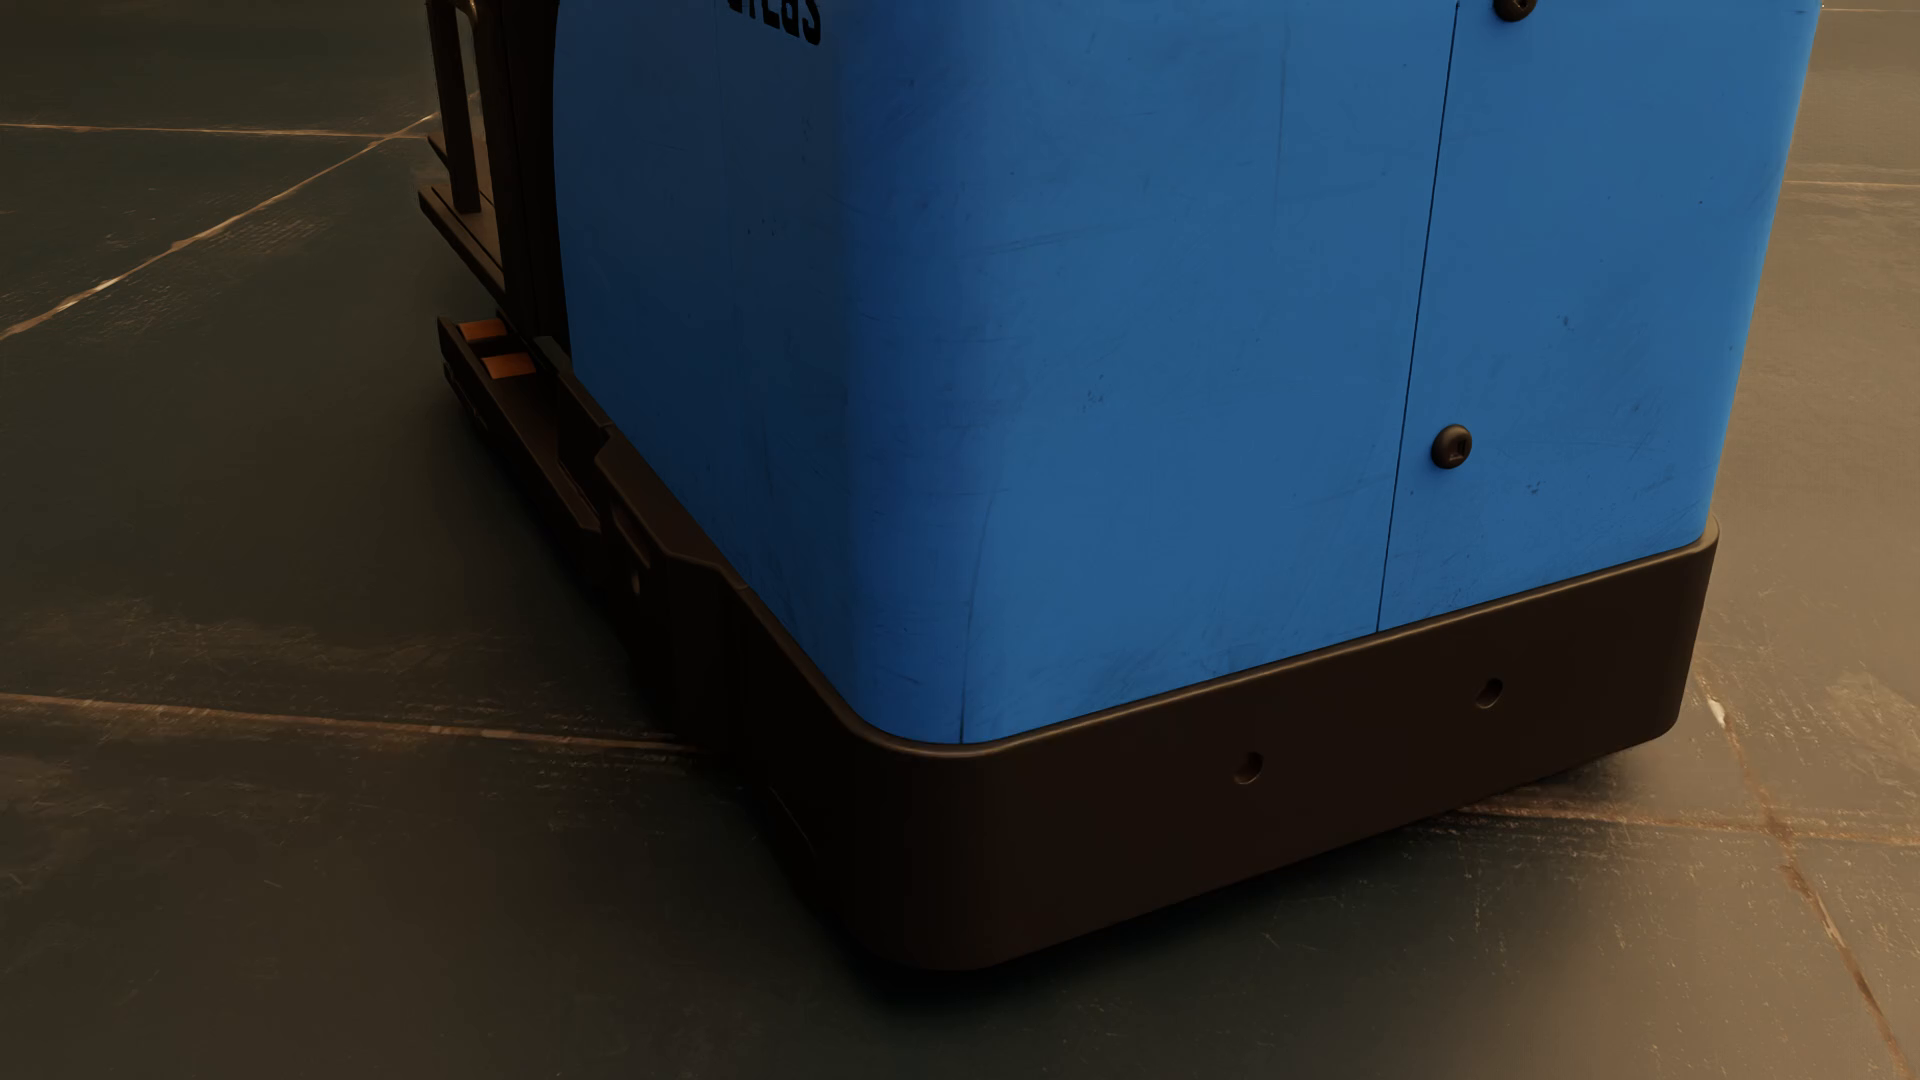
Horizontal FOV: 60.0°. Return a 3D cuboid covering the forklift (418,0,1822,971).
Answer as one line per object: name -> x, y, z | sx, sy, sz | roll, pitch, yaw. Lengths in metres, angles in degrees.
forklift -> -0.270, -1.540, 2.304 | 1.130, 2.935, 3.031 | -13, 29, -24
